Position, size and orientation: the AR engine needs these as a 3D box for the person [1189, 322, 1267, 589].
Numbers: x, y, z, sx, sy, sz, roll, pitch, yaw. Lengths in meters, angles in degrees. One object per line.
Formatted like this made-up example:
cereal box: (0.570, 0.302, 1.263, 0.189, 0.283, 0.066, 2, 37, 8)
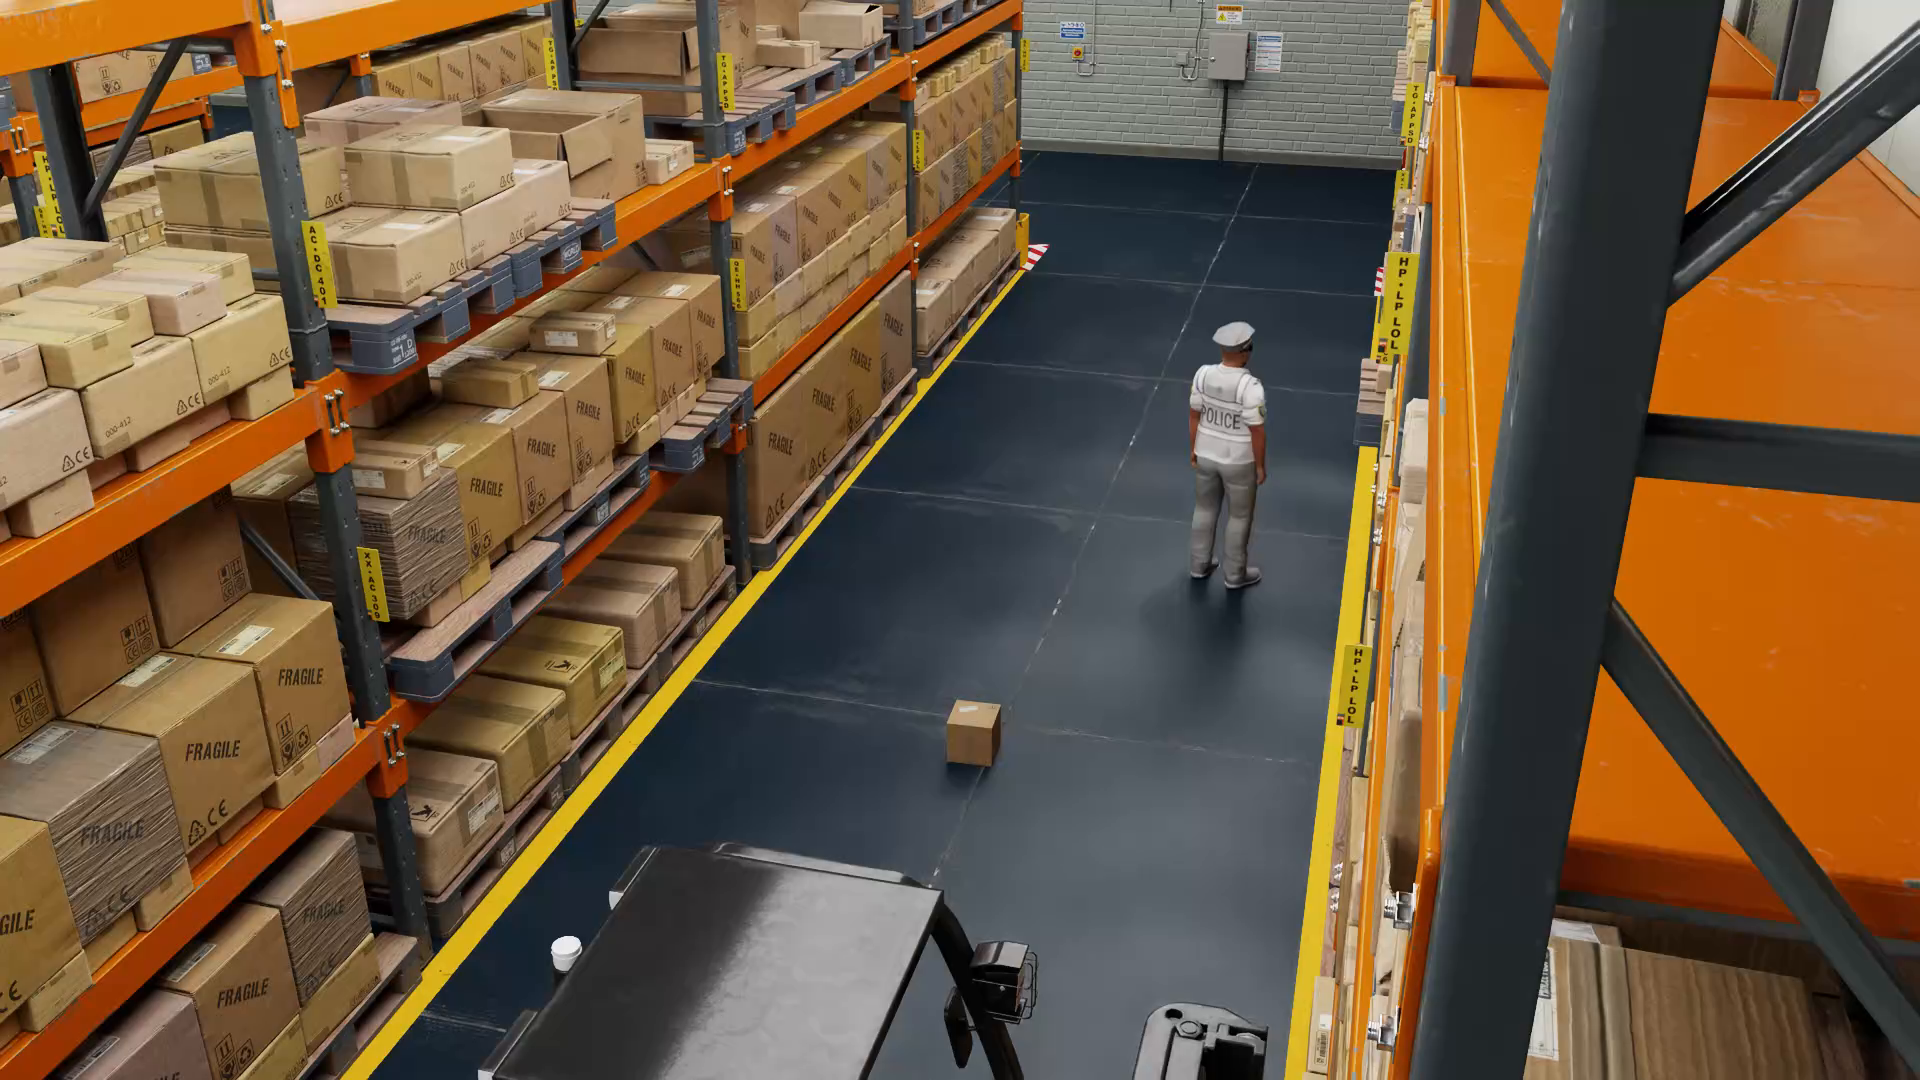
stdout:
person: (1.742, -0.543, 10.728, 0.540, 1.782, 0.412, 19, 31, 35)
